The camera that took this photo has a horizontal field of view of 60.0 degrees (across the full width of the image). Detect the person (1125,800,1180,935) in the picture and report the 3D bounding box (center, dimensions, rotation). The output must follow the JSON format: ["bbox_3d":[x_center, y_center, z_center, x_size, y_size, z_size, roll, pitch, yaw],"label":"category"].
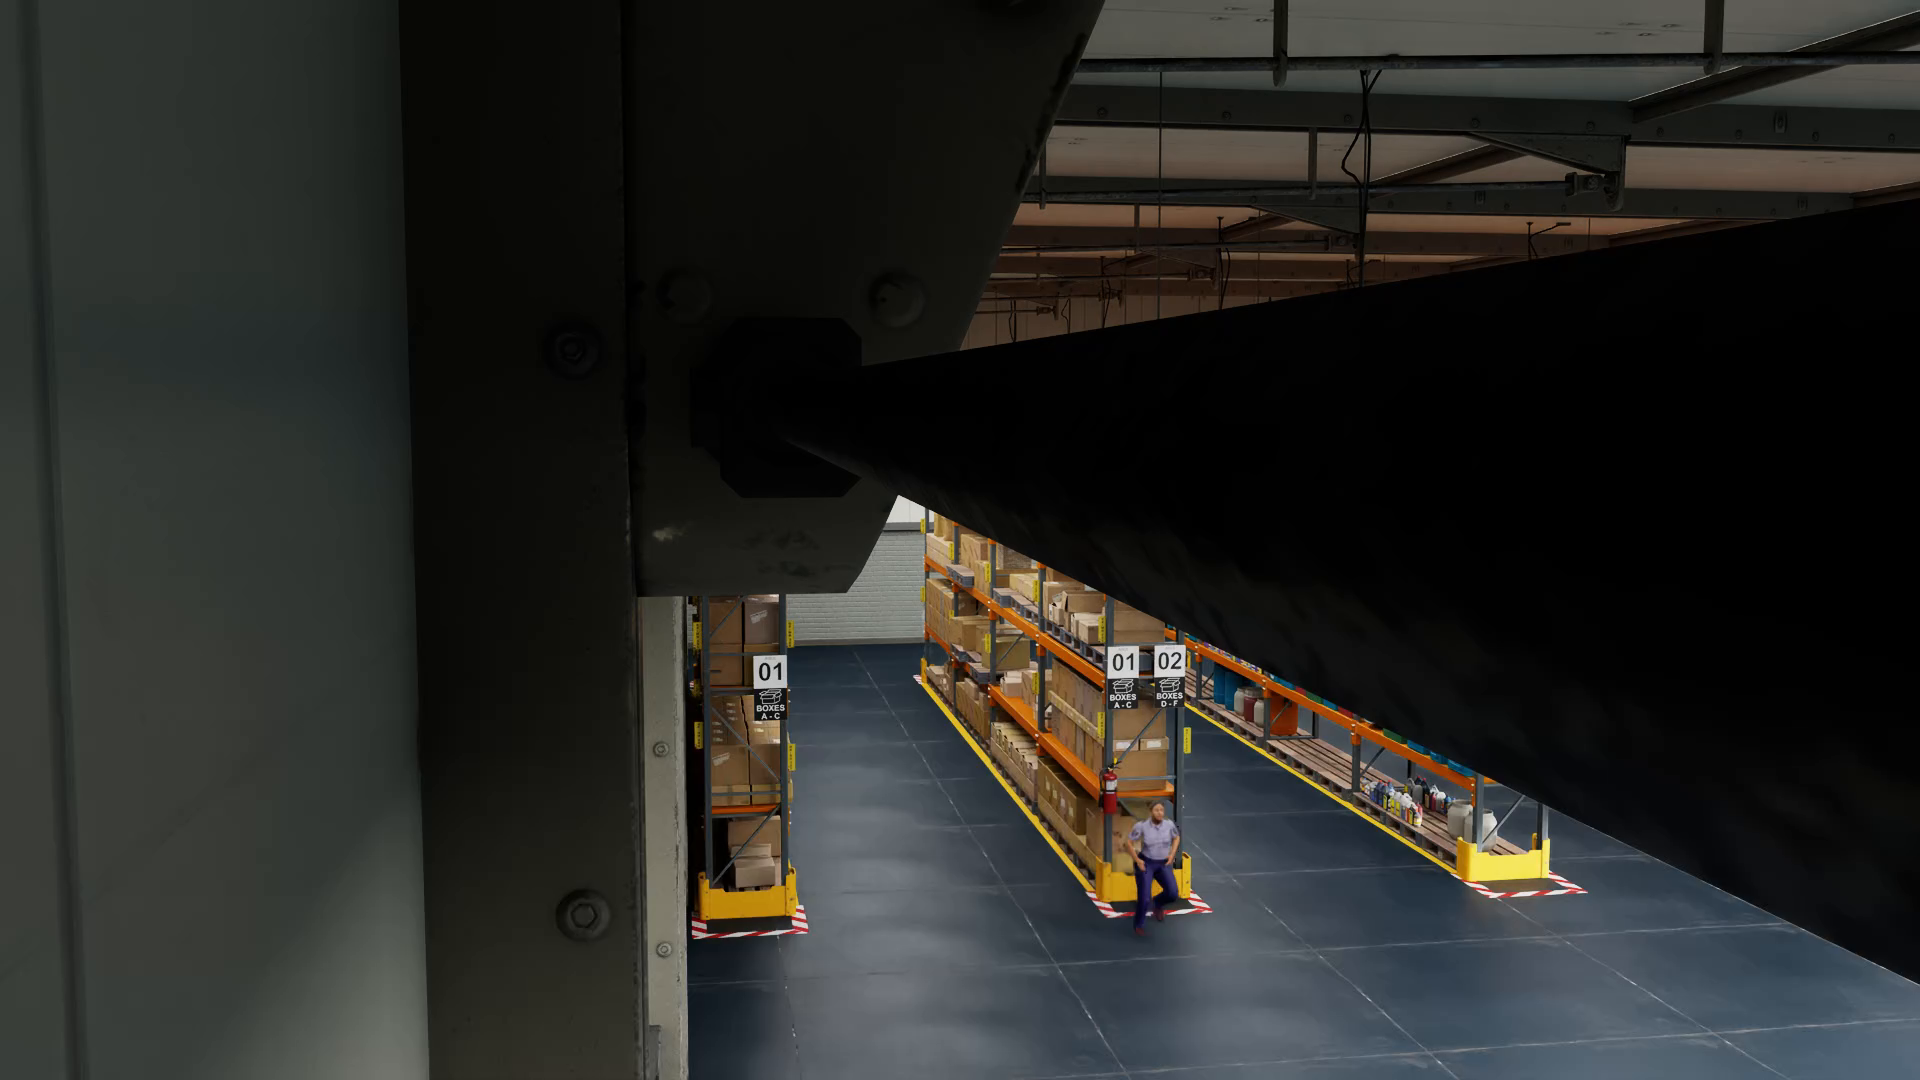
[{"bbox_3d":[2.311,3.875,19.524,0.695,1.623,0.517,-2,5,-22],"label":"person"}]
